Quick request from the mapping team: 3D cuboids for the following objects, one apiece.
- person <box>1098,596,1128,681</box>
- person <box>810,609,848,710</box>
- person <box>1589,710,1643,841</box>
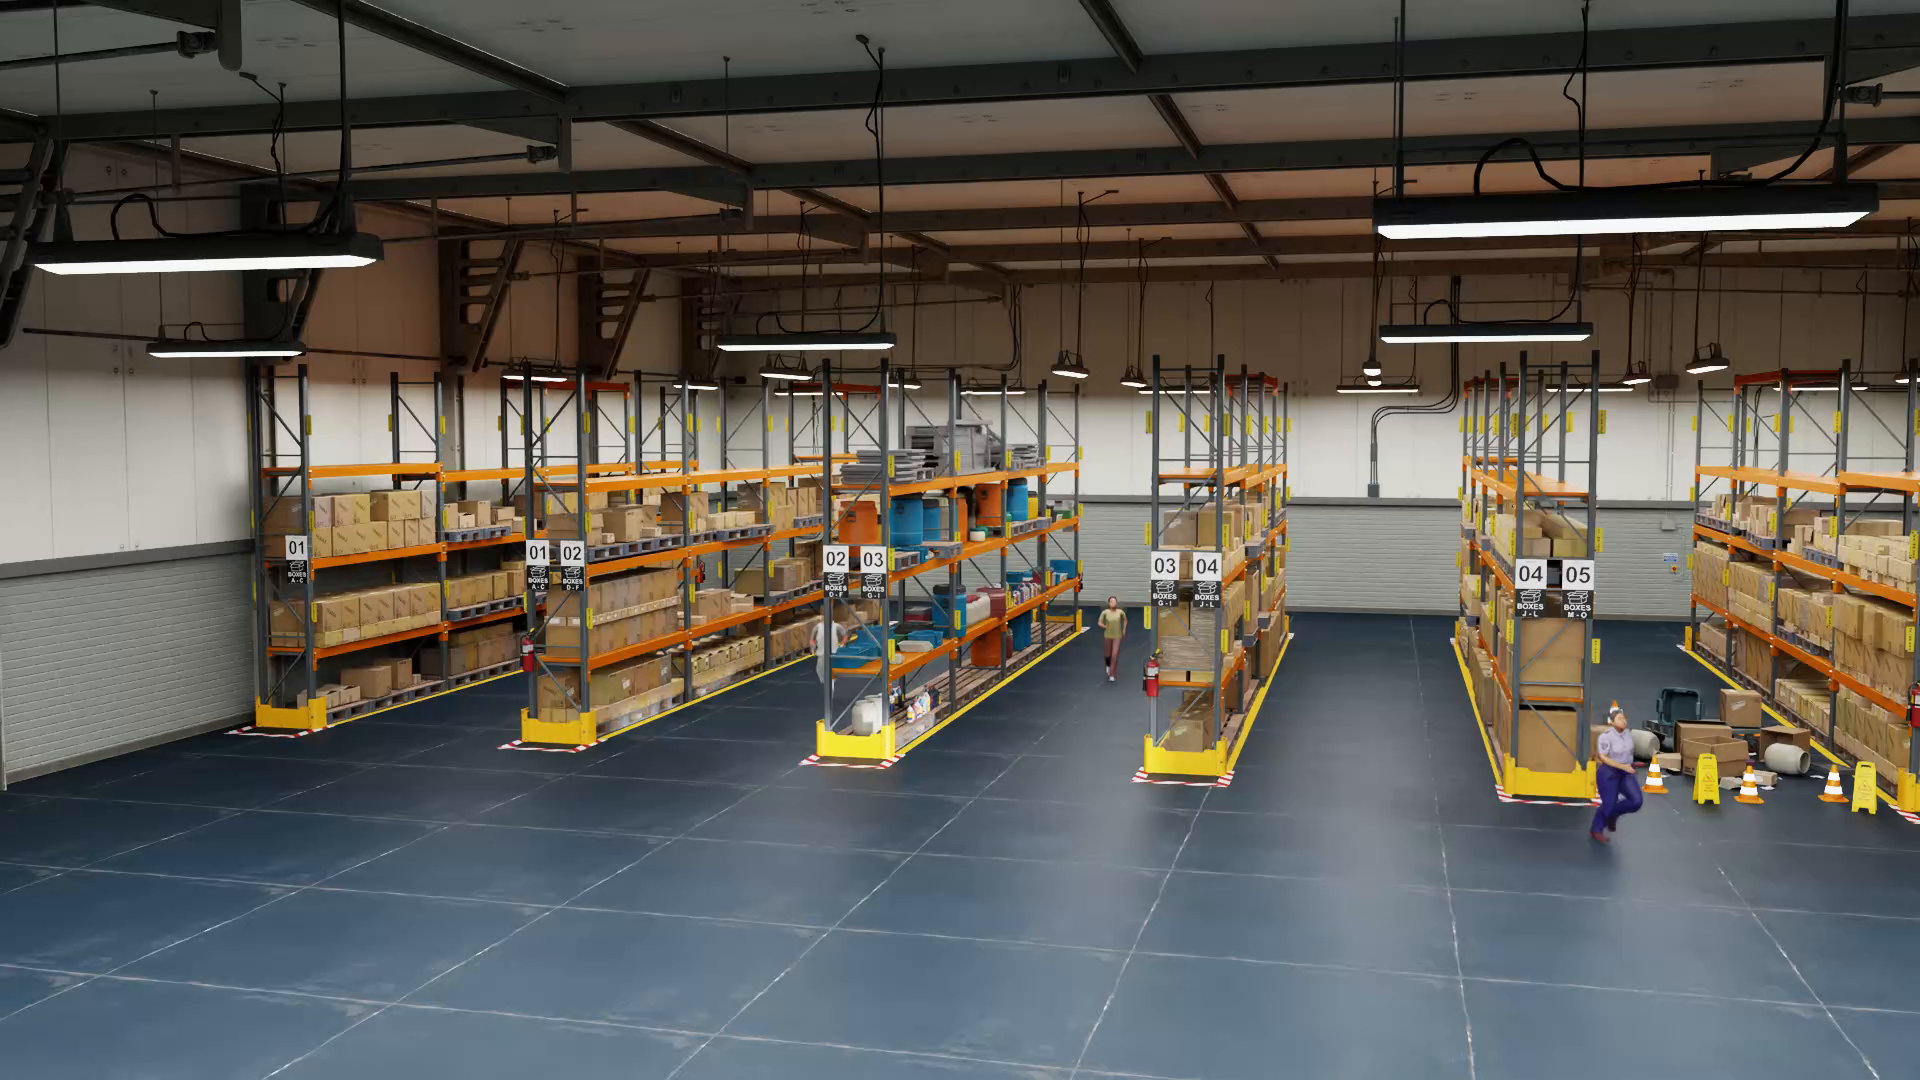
[{"bbox_3d":[3.006,1.919,32.737,0.584,1.641,0.772,0,4,5],"label":"person"},{"bbox_3d":[-2.342,2.087,29.567,0.656,1.783,0.899,0,4,6],"label":"person"},{"bbox_3d":[7.893,2.829,19.927,0.630,1.602,0.676,-2,4,-24],"label":"person"}]
